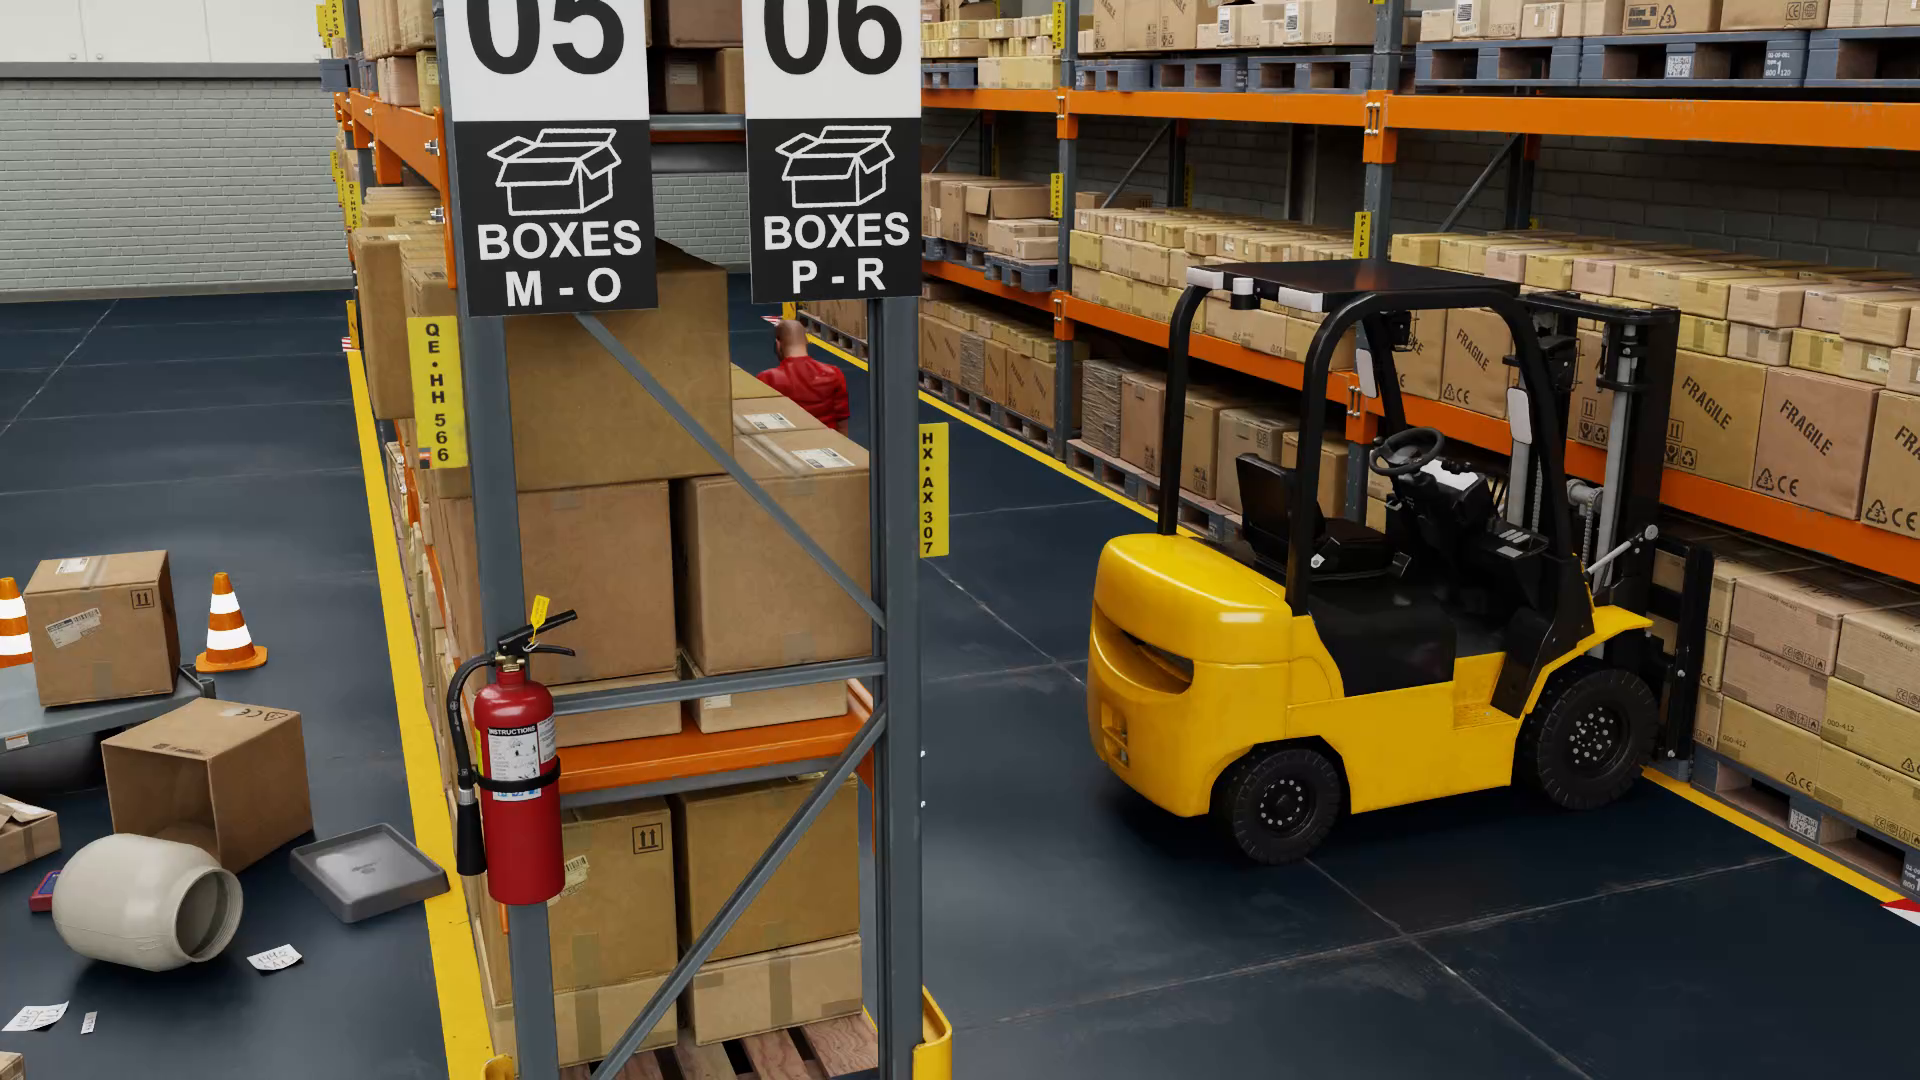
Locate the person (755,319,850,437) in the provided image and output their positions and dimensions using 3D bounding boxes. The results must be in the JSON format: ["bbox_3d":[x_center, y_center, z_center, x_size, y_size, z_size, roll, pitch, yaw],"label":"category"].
[{"bbox_3d":[-0.843,-0.294,8.693,0.547,1.699,0.383,-6,16,-20],"label":"person"}]
